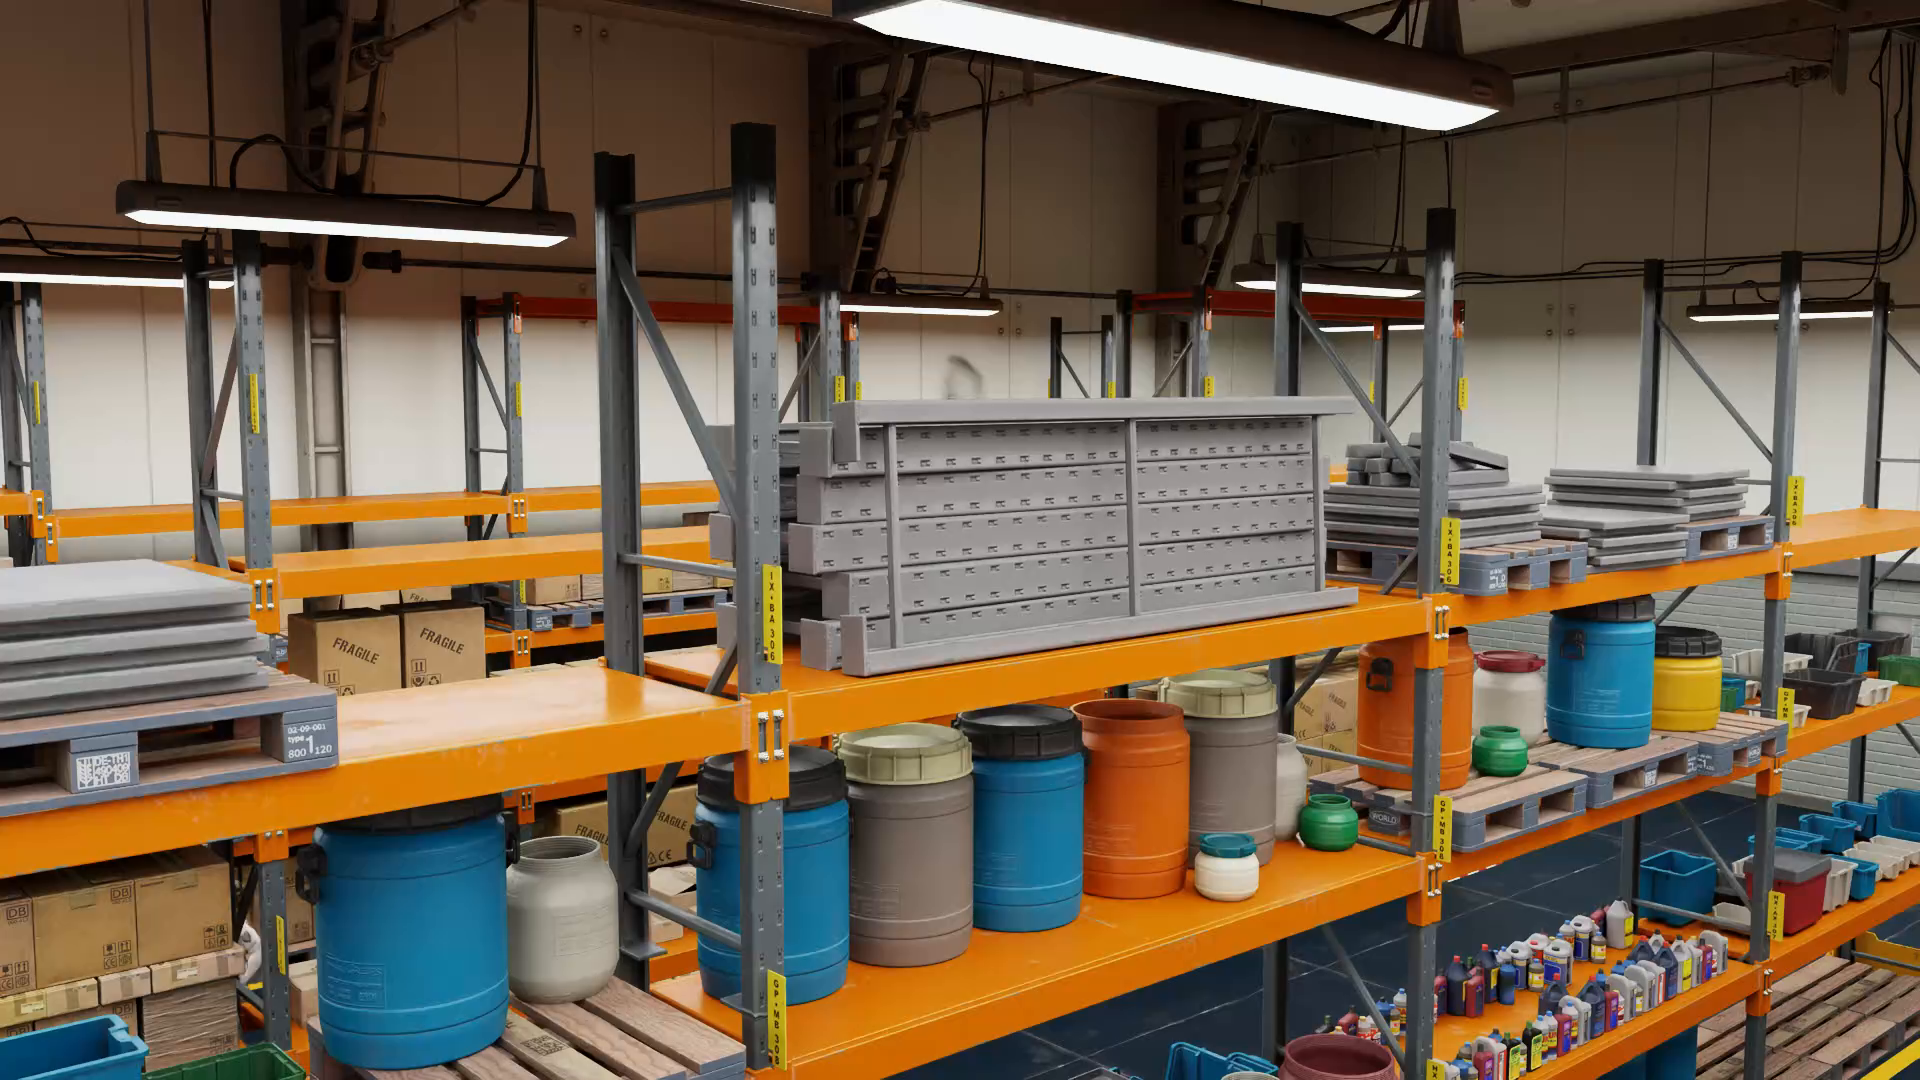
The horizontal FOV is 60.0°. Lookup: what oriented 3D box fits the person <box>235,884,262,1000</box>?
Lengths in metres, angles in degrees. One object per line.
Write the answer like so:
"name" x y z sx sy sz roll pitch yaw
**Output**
"person" -5.319 3.215 11.856 0.597 1.660 0.569 5 7 43
